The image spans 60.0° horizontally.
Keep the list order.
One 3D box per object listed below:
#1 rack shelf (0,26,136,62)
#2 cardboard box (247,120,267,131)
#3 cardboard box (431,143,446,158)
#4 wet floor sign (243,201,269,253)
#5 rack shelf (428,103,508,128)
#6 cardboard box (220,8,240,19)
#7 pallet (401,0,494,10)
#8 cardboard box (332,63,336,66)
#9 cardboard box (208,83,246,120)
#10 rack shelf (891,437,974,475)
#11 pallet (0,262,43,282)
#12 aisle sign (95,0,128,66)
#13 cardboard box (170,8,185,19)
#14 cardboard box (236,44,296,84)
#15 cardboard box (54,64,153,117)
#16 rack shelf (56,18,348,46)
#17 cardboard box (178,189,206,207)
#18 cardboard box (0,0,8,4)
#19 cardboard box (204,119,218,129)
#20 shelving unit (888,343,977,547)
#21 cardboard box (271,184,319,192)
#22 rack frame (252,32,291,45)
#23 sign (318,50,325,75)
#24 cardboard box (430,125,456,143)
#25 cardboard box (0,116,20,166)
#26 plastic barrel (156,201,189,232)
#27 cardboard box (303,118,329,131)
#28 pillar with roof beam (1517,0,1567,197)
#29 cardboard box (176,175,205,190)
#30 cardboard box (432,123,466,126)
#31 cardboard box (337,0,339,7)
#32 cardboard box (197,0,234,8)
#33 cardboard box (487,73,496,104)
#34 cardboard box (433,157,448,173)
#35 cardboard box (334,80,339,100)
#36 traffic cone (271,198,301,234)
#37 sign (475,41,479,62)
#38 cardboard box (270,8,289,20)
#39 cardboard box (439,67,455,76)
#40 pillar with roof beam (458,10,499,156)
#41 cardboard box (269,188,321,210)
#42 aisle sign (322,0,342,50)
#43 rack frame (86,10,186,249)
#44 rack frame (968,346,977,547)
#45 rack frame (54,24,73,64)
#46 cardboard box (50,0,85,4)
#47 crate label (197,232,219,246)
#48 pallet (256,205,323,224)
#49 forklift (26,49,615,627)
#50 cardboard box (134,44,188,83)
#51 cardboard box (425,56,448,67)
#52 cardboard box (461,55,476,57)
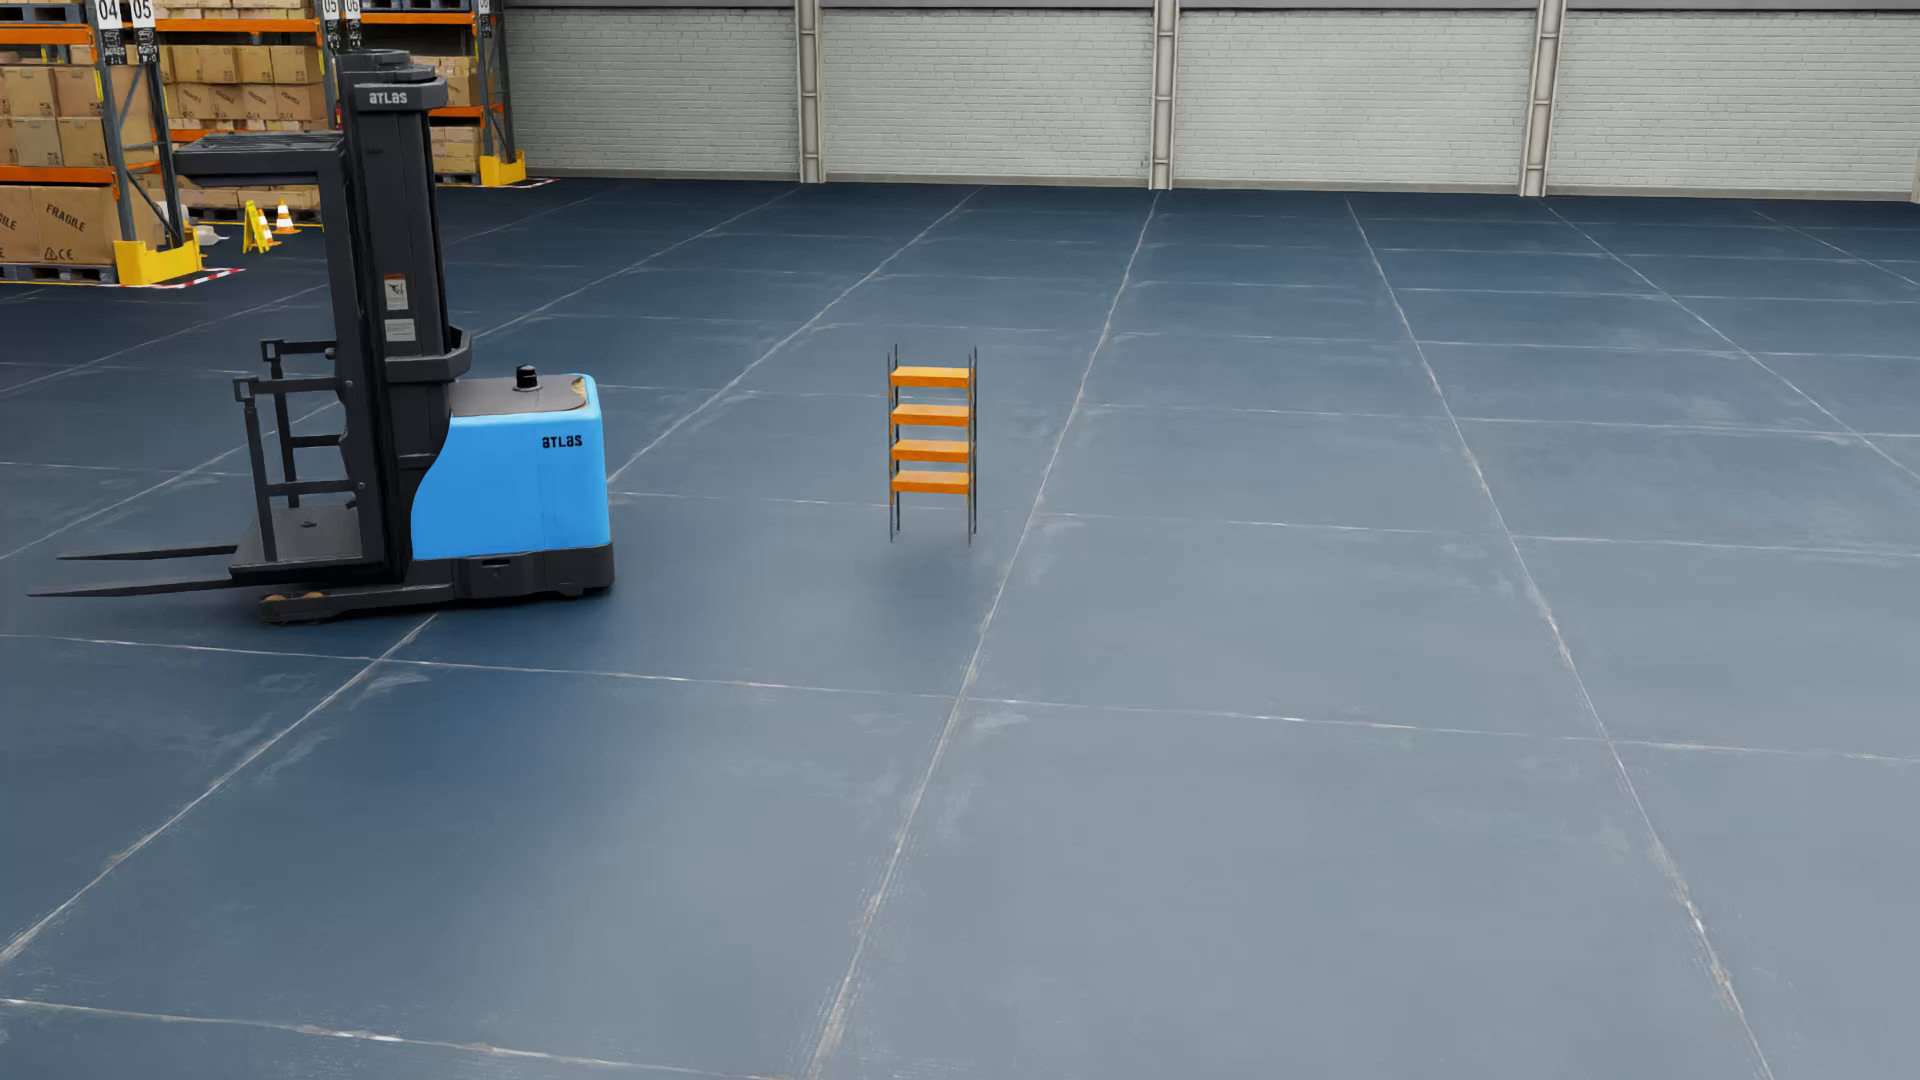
[{"bbox_3d":[-11.372,-5.697,19.007,4.000,0.370,1.077,3,19,9],"label":"rack shelf"},{"bbox_3d":[-9.892,-5.904,23.617,0.250,0.149,0.380,3,19,10],"label":"cardboard box"},{"bbox_3d":[-8.952,-6.713,28.523,0.500,0.250,0.500,3,19,8],"label":"cardboard box"},{"bbox_3d":[-9.055,-4.017,21.291,0.232,0.644,0.267,0,19,-1],"label":"wet floor sign"},{"bbox_3d":[-9.903,-7.385,28.781,4.000,0.370,1.077,3,19,9],"label":"rack shelf"},{"bbox_3d":[-10.110,-7.362,23.246,0.250,0.149,0.380,3,19,8],"label":"cardboard box"},{"bbox_3d":[-8.623,-9.050,28.035,1.213,0.211,1.003,3,19,9],"label":"pallet"},{"bbox_3d":[-10.586,-8.169,28.343,0.250,0.149,0.380,3,19,8],"label":"cardboard box"},{"bbox_3d":[-10.279,-6.253,23.637,0.500,0.500,0.500,3,19,8],"label":"cardboard box"},{"bbox_3d":[-0.163,-0.514,10.159,0.480,0.148,0.258,3,19,9],"label":"rack shelf"},{"bbox_3d":[-11.401,-3.270,19.743,1.213,0.211,1.003,3,19,9],"label":"pallet"},{"bbox_3d":[-9.375,-5.650,18.364,0.004,0.787,0.394,3,19,9],"label":"aisle sign"},{"bbox_3d":[-10.868,-7.404,23.374,0.250,0.149,0.380,3,19,9],"label":"cardboard box"},{"bbox_3d":[-9.750,-6.718,23.452,0.500,0.500,0.700,3,19,9],"label":"cardboard box"},{"bbox_3d":[-9.758,-5.129,18.965,0.550,0.550,0.875,3,19,9],"label":"cardboard box"},{"bbox_3d":[-10.687,-7.252,23.657,4.000,0.370,1.077,3,19,9],"label":"rack shelf"},{"bbox_3d":[-11.069,-5.003,24.201,0.500,0.250,0.500,3,19,8],"label":"cardboard box"},{"bbox_3d":[-10.532,-6.014,18.398,0.250,0.149,0.380,3,19,9],"label":"cardboard box"},{"bbox_3d":[-10.622,-5.986,23.862,0.250,0.149,0.380,3,19,9],"label":"cardboard box"},{"bbox_3d":[-0.163,-0.577,10.138,0.503,1.200,0.258,3,19,9],"label":"shelving unit"},{"bbox_3d":[-9.545,-5.280,23.845,0.500,0.500,0.500,3,19,9],"label":"cardboard box"},{"bbox_3d":[-11.878,-7.827,28.968,0.127,3.000,1.000,3,19,9],"label":"rack frame"},{"bbox_3d":[-8.820,-6.596,22.968,0.005,0.325,0.100,3,19,9],"label":"sign"},{"bbox_3d":[-8.938,-6.944,28.426,0.500,0.250,0.500,3,19,10],"label":"cardboard box"},{"bbox_3d":[-10.851,-4.678,19.322,0.550,0.550,0.875,3,19,9],"label":"cardboard box"},{"bbox_3d":[-10.992,-4.478,23.020,0.512,0.421,0.421,-15,24,-38],"label":"plastic barrel"},{"bbox_3d":[-9.116,-5.903,23.614,0.250,0.149,0.380,4,19,10],"label":"cardboard box"},{"bbox_3d":[8.616,-8.533,21.625,0.400,9.000,9.100,3,19,9],"label":"pillar with roof beam"},{"bbox_3d":[-11.080,-5.358,24.080,0.500,0.500,0.500,4,19,12],"label":"cardboard box"},{"bbox_3d":[-8.867,-7.102,28.899,0.500,0.250,0.500,3,19,9],"label":"cardboard box"},{"bbox_3d":[-9.167,-7.672,23.544,0.500,0.250,0.500,3,19,8],"label":"cardboard box"},{"bbox_3d":[-10.270,-7.554,23.194,0.500,0.250,0.500,3,19,10],"label":"cardboard box"},{"bbox_3d":[-8.374,-7.785,28.685,0.500,0.500,0.500,4,19,10],"label":"cardboard box"},{"bbox_3d":[-8.932,-6.473,28.595,0.500,0.250,0.500,3,19,9],"label":"cardboard box"},{"bbox_3d":[-9.136,-6.370,23.986,0.500,0.500,0.500,3,19,8],"label":"cardboard box"},{"bbox_3d":[-9.342,-4.485,22.978,0.334,0.463,0.336,3,19,9],"label":"traffic cone"},{"bbox_3d":[-8.029,-8.118,27.639,0.005,0.325,0.100,3,19,9],"label":"sign"},{"bbox_3d":[-9.360,-7.306,23.081,0.250,0.149,0.380,3,19,9],"label":"cardboard box"},{"bbox_3d":[-8.573,-7.914,28.048,0.250,0.149,0.380,3,19,10],"label":"cardboard box"},{"bbox_3d":[-9.156,-9.439,24.332,0.400,9.000,9.100,3,19,9],"label":"pillar with roof beam"},{"bbox_3d":[-9.577,-4.923,23.961,0.500,0.250,0.500,3,19,8],"label":"cardboard box"},{"bbox_3d":[-8.697,-7.209,23.025,0.004,0.787,0.394,3,19,9],"label":"aisle sign"},{"bbox_3d":[-9.398,-4.515,19.068,0.127,3.000,1.000,3,19,9],"label":"rack frame"},{"bbox_3d":[0.077,-0.565,10.101,0.015,1.200,0.240,3,19,9],"label":"rack frame"},{"bbox_3d":[-12.662,-6.272,24.320,0.127,3.000,1.000,3,19,9],"label":"rack frame"},{"bbox_3d":[-9.780,-5.975,18.282,0.250,0.149,0.380,3,19,9],"label":"cardboard box"},{"bbox_3d":[-9.968,-3.986,21.999,0.298,0.136,0.250,-7,20,-20],"label":"crate label"},{"bbox_3d":[-9.584,-4.804,24.327,1.213,0.211,1.003,3,19,9],"label":"pallet"},{"bbox_3d":[-3.521,-1.109,8.999,3.031,2.935,1.130,-5,19,-13],"label":"forklift"},{"bbox_3d":[-11.269,-6.778,23.631,0.500,0.500,0.700,3,19,7],"label":"cardboard box"},{"bbox_3d":[-8.827,-8.081,28.079,0.250,0.149,0.380,3,19,10],"label":"cardboard box"},{"bbox_3d":[-8.479,-8.239,28.550,0.250,0.149,0.380,4,19,11],"label":"cardboard box"}]
